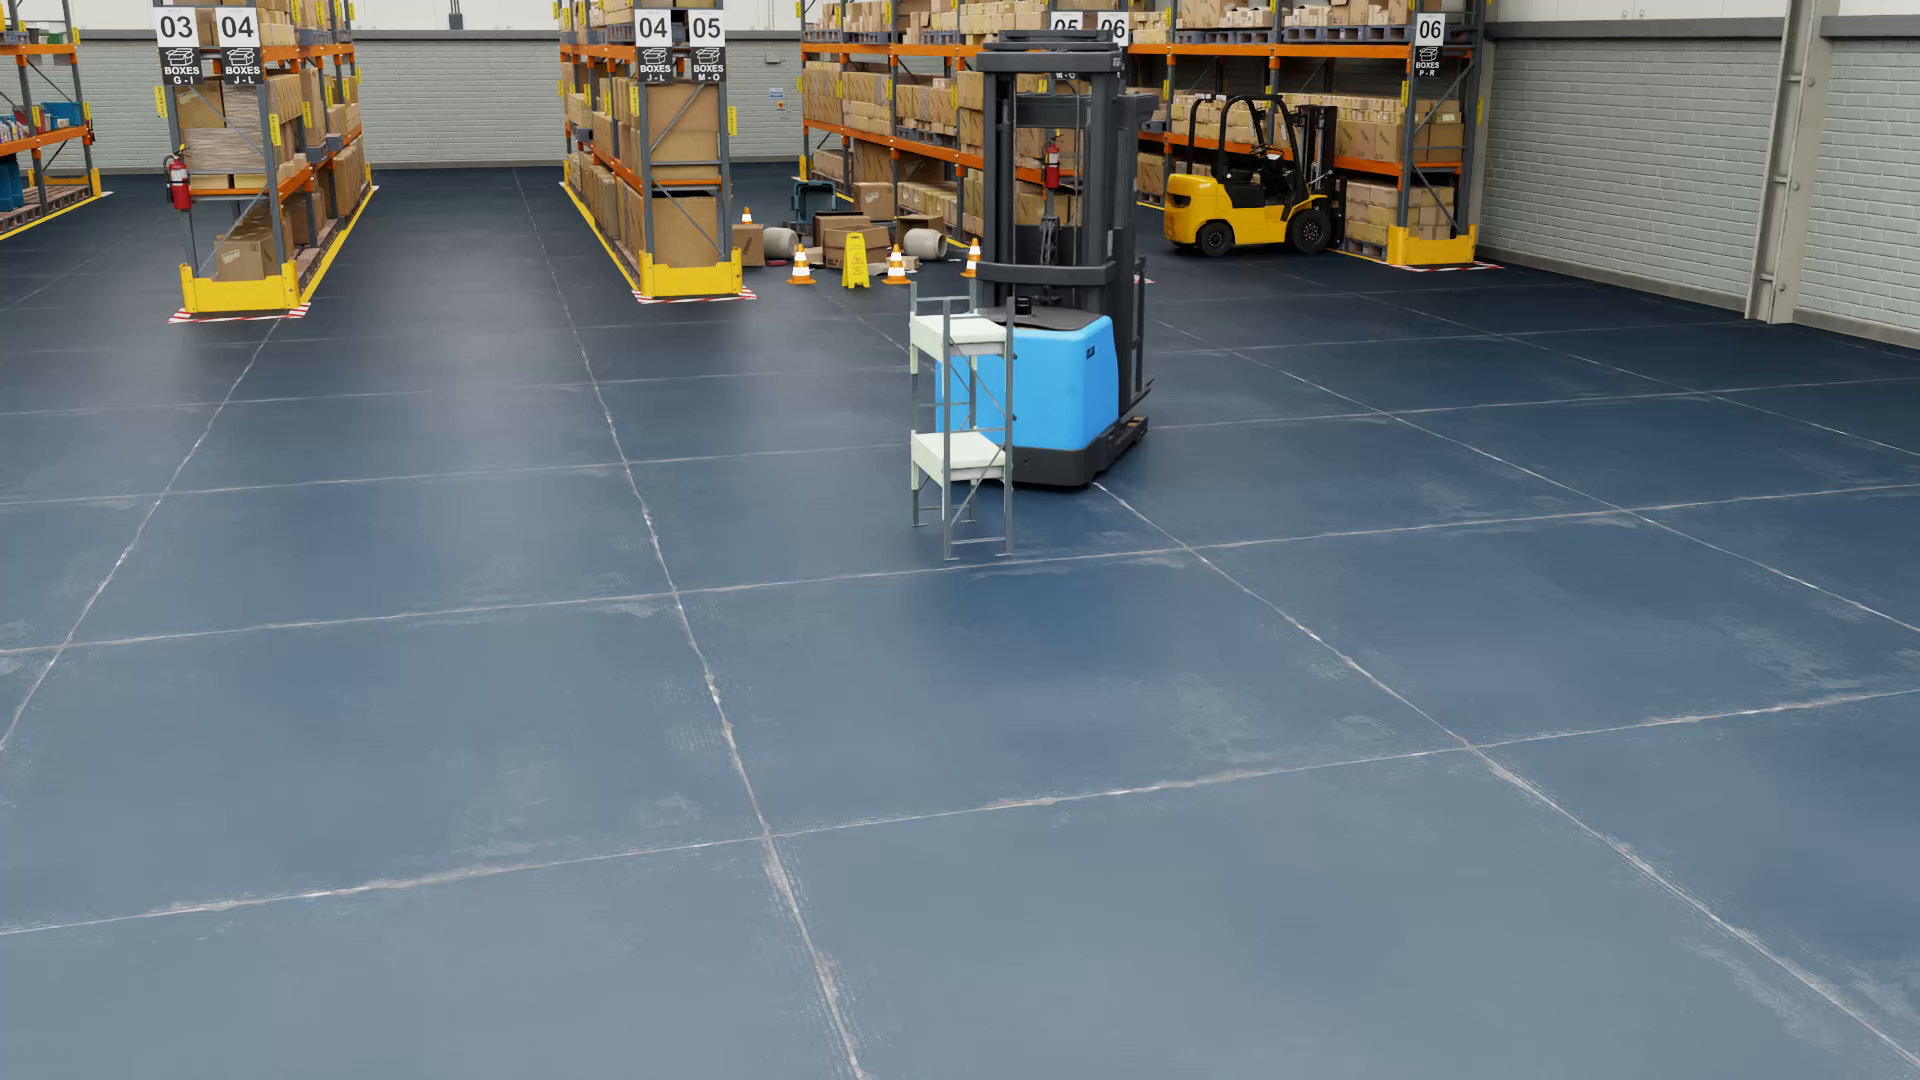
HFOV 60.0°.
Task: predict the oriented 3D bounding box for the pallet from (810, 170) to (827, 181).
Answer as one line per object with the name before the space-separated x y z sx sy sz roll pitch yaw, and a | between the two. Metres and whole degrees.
pallet | -2.551 -7.664 35.098 1.003 0.211 1.213 -5 17 -15

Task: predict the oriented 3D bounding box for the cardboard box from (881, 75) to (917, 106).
cardboard box | -1.041 -7.650 28.295 0.500 0.500 0.500 -5 17 -17

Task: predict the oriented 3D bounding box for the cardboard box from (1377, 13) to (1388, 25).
cardboard box | 5.803 -6.952 22.202 0.380 0.149 0.250 -5 17 -17

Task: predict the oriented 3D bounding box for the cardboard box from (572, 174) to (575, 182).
cardboard box | -7.405 -7.108 32.627 0.380 0.149 0.250 -6 18 -18

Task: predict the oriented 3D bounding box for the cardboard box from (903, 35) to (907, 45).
cardboard box | -0.724 -8.217 27.315 0.380 0.149 0.250 -5 17 -15

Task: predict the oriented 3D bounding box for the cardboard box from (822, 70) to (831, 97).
cardboard box | -2.423 -9.024 32.868 0.500 0.500 0.500 -4 17 -15

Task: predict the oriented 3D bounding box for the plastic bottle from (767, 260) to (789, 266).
plastic bottle | -2.417 -3.683 22.106 0.283 0.061 0.133 -12 20 -34

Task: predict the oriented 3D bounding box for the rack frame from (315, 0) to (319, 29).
rack frame | -10.176 -9.091 24.574 1.000 3.000 0.127 -5 17 -15

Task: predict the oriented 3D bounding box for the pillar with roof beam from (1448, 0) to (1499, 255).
pillar with roof beam | 2.859 -7.979 20.871 9.100 9.000 0.400 -5 17 -15

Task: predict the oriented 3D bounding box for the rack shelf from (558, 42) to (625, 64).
rack shelf | -7.028 -9.334 31.847 1.077 0.370 4.000 -5 17 -15

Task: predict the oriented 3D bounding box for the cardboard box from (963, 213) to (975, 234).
cardboard box | 0.354 -4.595 24.083 0.500 0.250 0.500 -6 18 -18

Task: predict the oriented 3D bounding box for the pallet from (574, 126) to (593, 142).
pallet | -5.677 -6.679 27.306 1.213 0.211 1.003 -5 17 -15

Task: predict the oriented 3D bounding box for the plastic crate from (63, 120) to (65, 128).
plastic crate | -16.673 -7.649 30.556 0.396 0.136 0.243 -5 17 -15

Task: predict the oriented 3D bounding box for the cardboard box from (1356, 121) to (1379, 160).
cardboard box | 5.801 -5.489 22.839 0.500 0.500 0.500 -4 17 -14

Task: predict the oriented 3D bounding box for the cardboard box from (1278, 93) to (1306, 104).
cardboard box | 5.026 -6.678 25.150 0.380 0.149 0.250 -4 17 -14

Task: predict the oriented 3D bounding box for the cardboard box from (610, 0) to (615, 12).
cardboard box | -4.136 -6.795 20.986 0.500 0.250 0.500 -5 17 -16

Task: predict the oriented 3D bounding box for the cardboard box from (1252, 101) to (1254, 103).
cardboard box | 4.811 -6.866 26.293 0.380 0.149 0.250 -5 17 -15

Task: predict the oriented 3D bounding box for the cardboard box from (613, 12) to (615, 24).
cardboard box | -4.155 -6.561 20.899 0.380 0.149 0.250 -5 17 -15

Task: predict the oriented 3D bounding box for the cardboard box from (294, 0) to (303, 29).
cardboard box | -9.370 -7.197 22.573 0.797 0.503 0.637 -4 17 -13

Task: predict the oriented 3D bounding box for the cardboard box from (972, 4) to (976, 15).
cardboard box | 0.388 -7.337 22.999 0.380 0.149 0.250 -5 18 -17

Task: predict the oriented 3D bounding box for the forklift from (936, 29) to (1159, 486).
forklift | 0.777 -2.139 11.979 1.130 2.935 3.031 6 18 18

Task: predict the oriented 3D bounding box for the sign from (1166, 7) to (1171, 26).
sign | 3.602 -9.037 28.709 0.100 0.325 0.005 -5 17 -15

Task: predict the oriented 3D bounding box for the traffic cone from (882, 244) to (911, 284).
traffic cone | -0.781 -3.409 20.495 0.336 0.463 0.334 -5 17 -15

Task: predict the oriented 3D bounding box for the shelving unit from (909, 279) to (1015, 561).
shelving unit | 0.002 -0.716 9.730 0.431 1.500 0.755 -5 17 -15

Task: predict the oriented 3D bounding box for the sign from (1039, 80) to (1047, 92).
sign | 1.012 -5.456 20.339 0.100 0.325 0.005 -5 17 -15

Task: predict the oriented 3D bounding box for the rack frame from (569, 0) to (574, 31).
rack frame | -6.479 -10.562 29.470 1.000 3.000 0.127 -5 17 -15

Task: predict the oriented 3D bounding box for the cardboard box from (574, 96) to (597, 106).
cardboard box | -6.308 -7.405 28.062 0.380 0.149 0.250 -4 17 -13

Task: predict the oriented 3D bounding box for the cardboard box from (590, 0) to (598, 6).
cardboard box | -5.740 -8.524 26.398 0.396 0.266 0.258 -5 17 -15

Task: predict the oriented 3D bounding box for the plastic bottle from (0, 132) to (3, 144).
plastic bottle | -15.220 -6.382 26.330 0.097 0.201 0.097 0 17 0

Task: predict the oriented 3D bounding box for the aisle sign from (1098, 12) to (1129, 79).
aisle sign | 1.866 -6.041 20.329 0.394 0.787 0.004 -5 17 -15

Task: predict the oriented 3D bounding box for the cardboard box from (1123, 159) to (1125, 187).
cardboard box | 3.367 -6.925 31.406 0.500 0.500 0.500 -5 18 -17

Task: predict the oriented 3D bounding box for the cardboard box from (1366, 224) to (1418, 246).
cardboard box | 5.890 -4.171 22.673 0.500 0.250 0.500 -5 17 -15

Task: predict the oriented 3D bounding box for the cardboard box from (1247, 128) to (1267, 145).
cardboard box | 4.833 -6.335 26.089 0.500 0.250 0.500 -4 17 -14

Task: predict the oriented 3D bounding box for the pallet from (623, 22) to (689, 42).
pallet | -3.395 -5.968 19.545 1.003 0.211 1.213 -5 17 -15

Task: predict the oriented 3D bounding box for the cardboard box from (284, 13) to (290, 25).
cardboard box | -8.710 -6.600 21.063 0.380 0.149 0.250 -4 17 -14

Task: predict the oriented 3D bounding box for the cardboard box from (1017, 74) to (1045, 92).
cardboard box | 1.069 -5.722 21.359 0.700 0.500 0.500 -5 17 -15

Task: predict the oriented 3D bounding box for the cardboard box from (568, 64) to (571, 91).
cardboard box | -7.015 -8.609 30.968 0.500 0.500 0.500 -5 18 -17

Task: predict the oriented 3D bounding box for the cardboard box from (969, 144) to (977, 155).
cardboard box | 0.349 -5.596 23.805 0.380 0.149 0.250 -4 17 -14

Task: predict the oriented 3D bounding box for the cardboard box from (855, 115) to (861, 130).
cardboard box | -1.611 -7.607 30.324 0.500 0.250 0.500 -5 17 -16

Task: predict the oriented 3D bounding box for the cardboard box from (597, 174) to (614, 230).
cardboard box | -4.798 -5.031 24.667 1.050 0.750 0.750 -5 17 -15

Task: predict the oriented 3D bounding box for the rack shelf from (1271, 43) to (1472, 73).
rack shelf | 5.773 -6.827 23.502 1.077 0.370 4.000 -5 17 -15

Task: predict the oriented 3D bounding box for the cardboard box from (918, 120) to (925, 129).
cardboard box | -0.464 -6.679 26.680 0.380 0.149 0.250 -4 17 -12

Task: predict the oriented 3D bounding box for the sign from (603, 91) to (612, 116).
sign | -4.799 -5.947 22.659 0.100 0.325 0.005 -5 17 -15

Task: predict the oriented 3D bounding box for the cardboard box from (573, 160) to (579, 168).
cardboard box | -7.256 -7.242 32.038 0.380 0.149 0.250 -5 18 -17

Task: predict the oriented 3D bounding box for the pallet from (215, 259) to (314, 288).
pallet | -8.519 -3.255 20.420 1.003 0.211 1.213 -5 17 -15

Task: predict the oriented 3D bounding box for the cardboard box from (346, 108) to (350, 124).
cardboard box | -11.153 -7.545 29.601 0.500 0.250 0.500 -5 17 -16

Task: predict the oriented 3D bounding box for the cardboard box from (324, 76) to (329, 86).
cardboard box | -10.728 -7.315 27.173 0.797 0.503 0.637 -4 17 -13

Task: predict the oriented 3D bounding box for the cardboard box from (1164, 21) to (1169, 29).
cardboard box | 3.795 -9.029 29.151 0.380 0.149 0.250 -4 17 -14

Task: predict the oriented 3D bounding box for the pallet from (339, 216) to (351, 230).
pallet | -10.320 -5.106 26.584 1.003 0.211 1.213 -5 17 -15
